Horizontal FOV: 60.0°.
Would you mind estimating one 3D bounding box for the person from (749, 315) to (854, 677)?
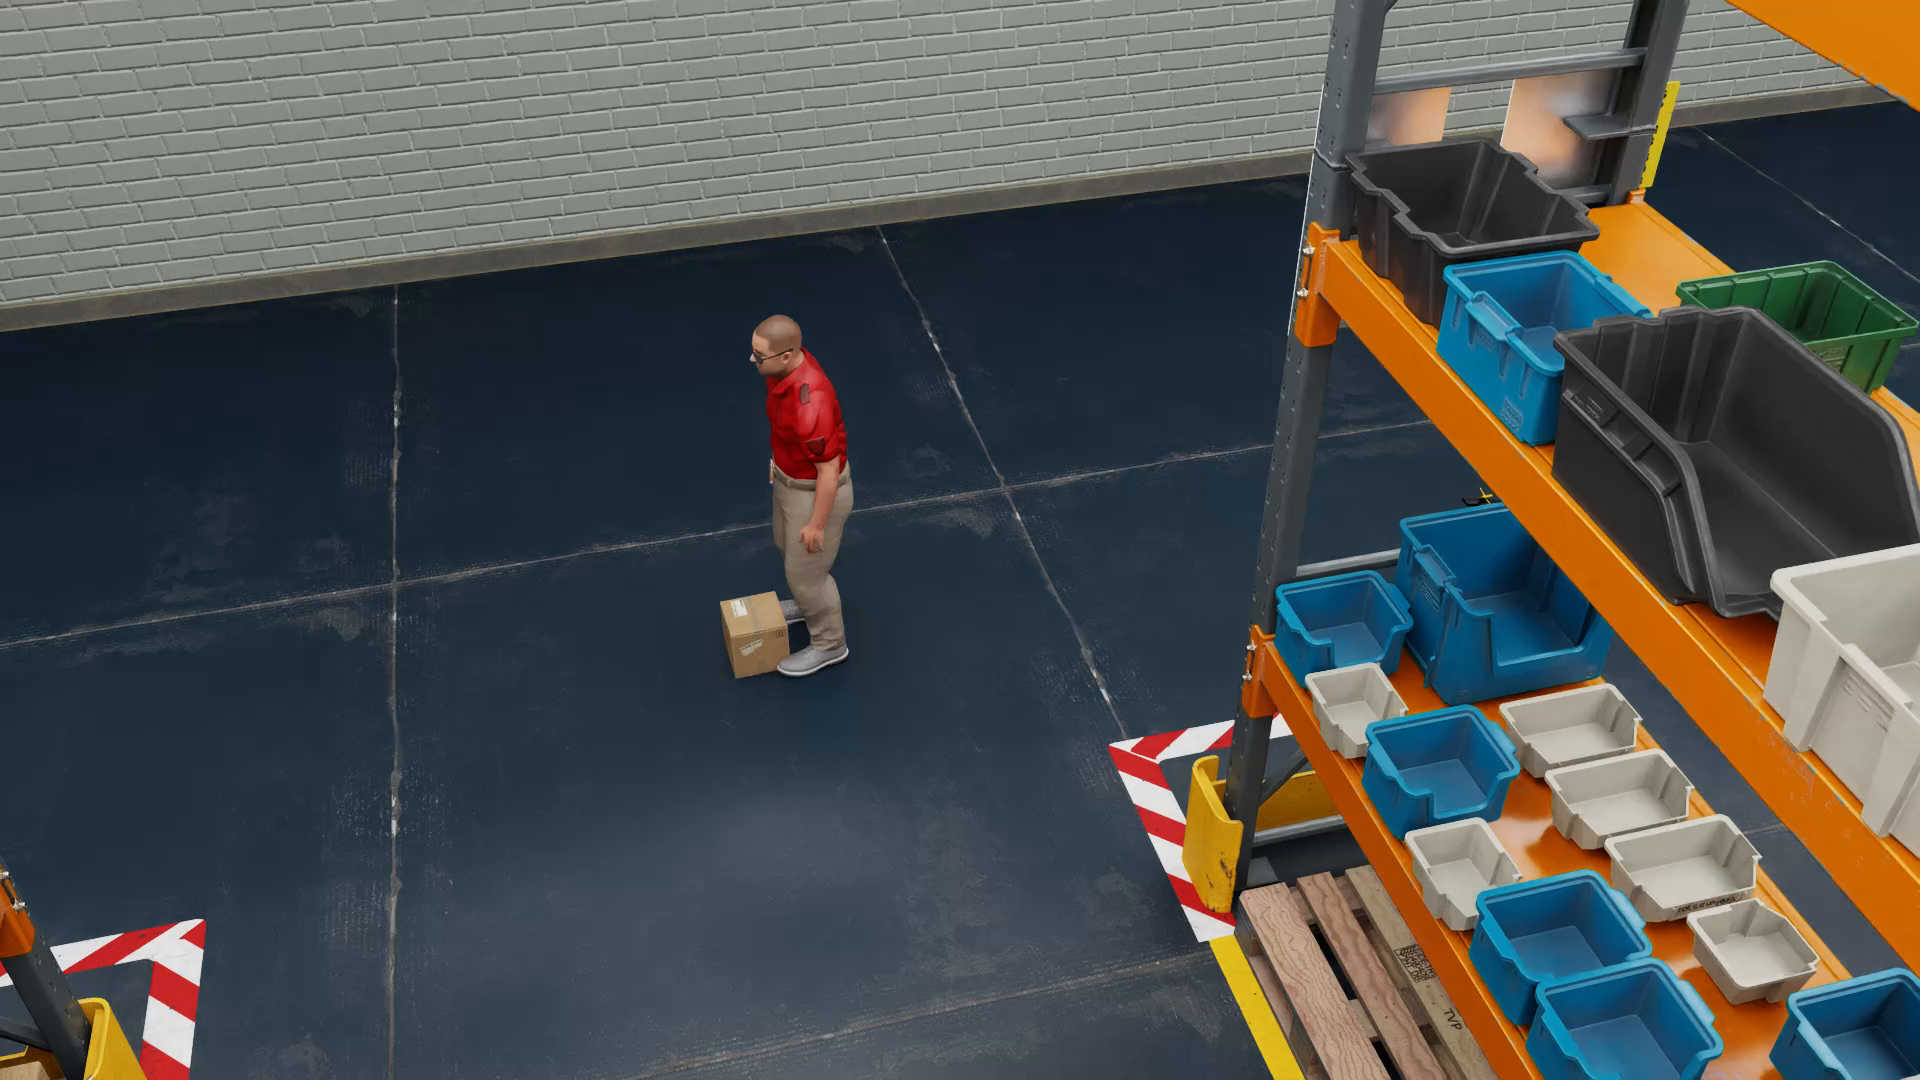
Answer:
[{"bbox_3d":[-0.663,-0.207,6.991,0.393,1.726,0.606,-12,39,-15],"label":"person"}]
